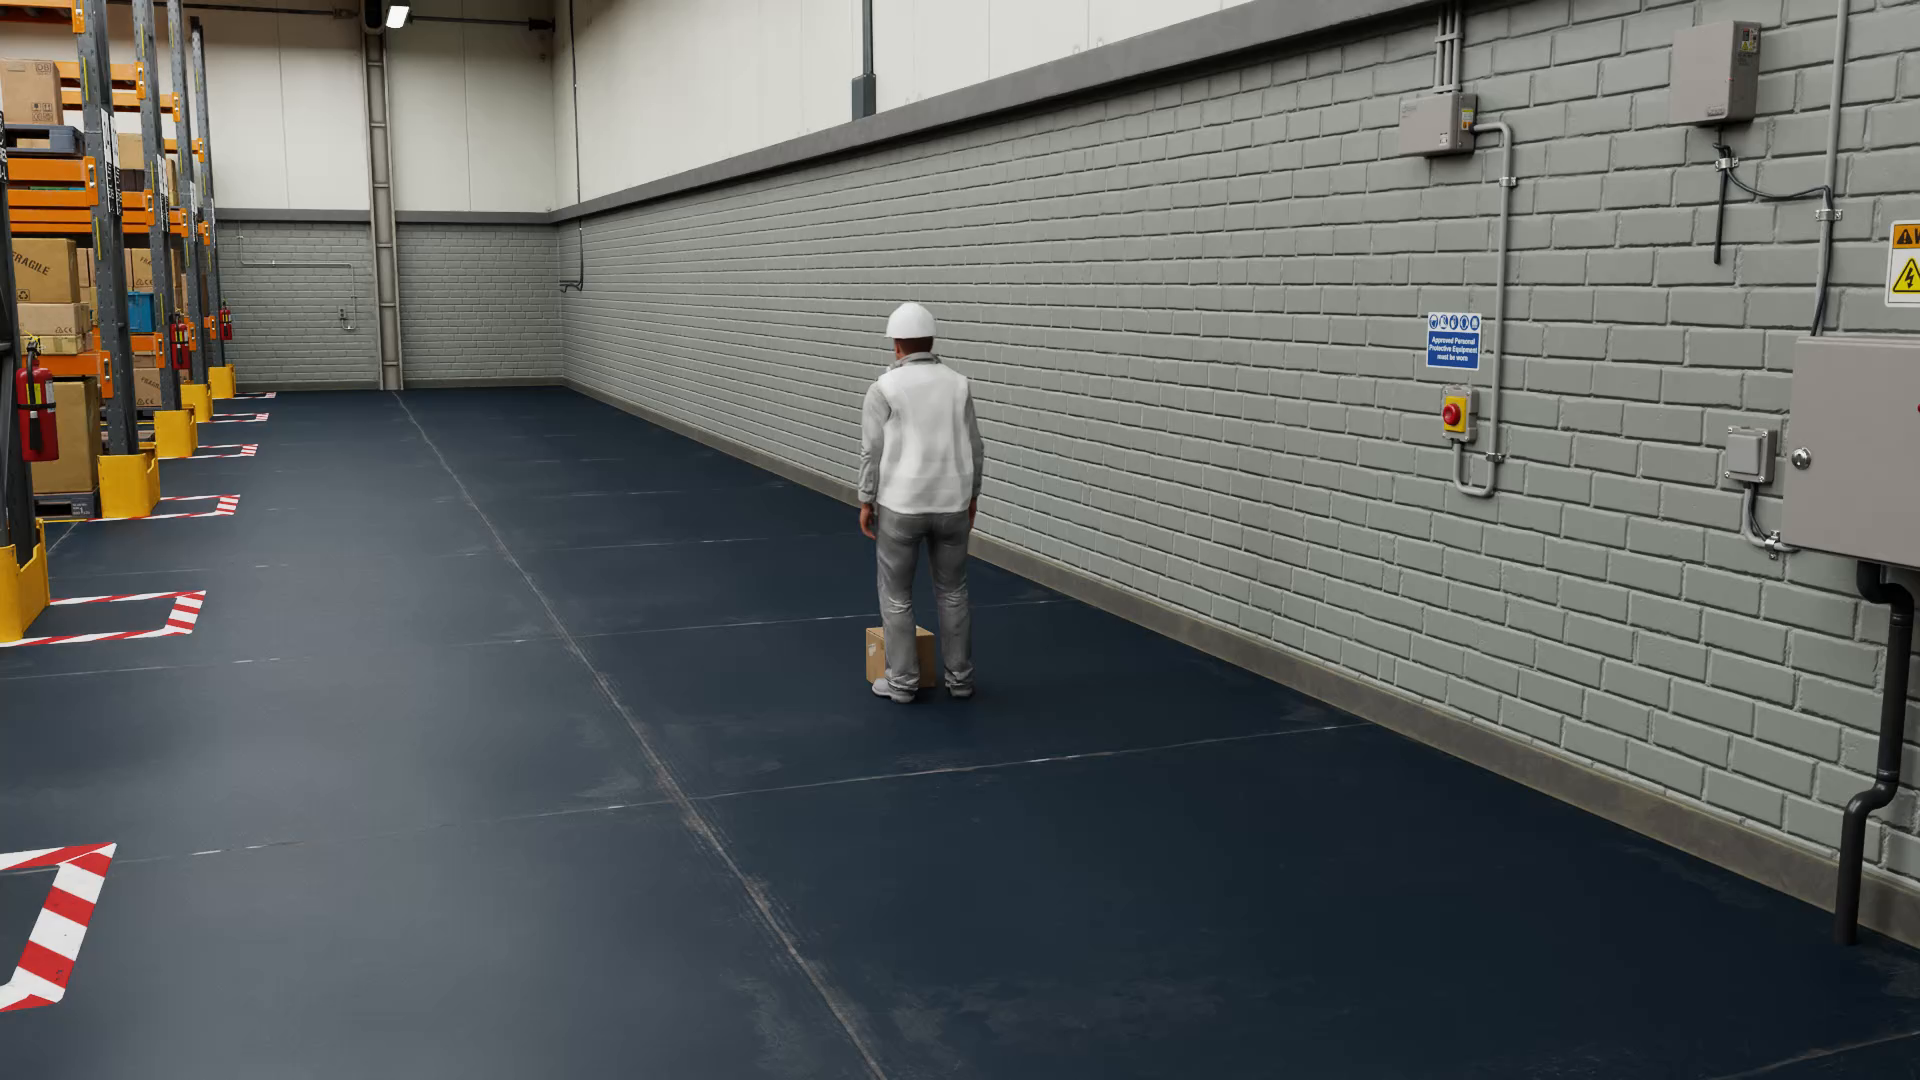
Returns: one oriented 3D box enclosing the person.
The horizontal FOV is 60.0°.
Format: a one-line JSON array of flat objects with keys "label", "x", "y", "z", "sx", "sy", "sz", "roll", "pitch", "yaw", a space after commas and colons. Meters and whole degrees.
[{"label": "person", "x": -0.176, "y": -0.166, "z": 7.444, "sx": 0.580, "sy": 1.771, "sz": 0.463, "roll": -3, "pitch": 9, "yaw": -21}]
